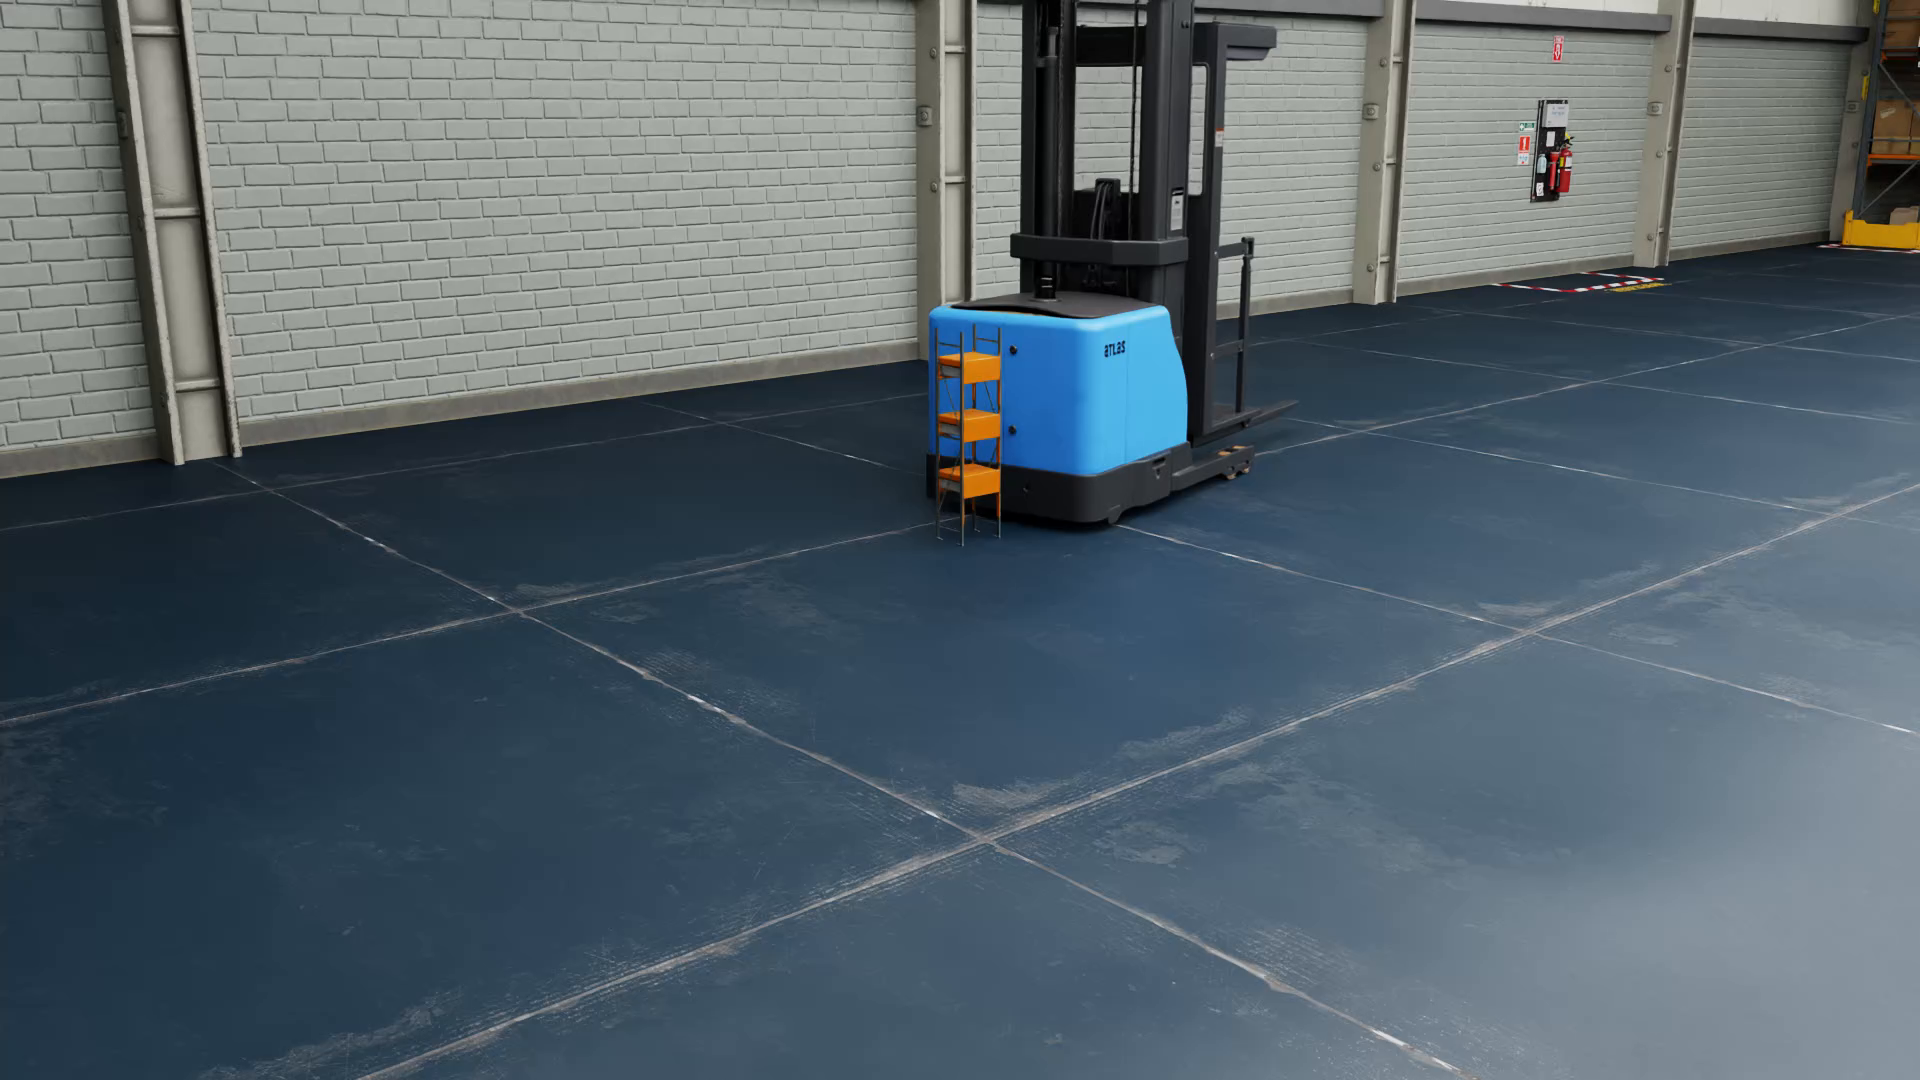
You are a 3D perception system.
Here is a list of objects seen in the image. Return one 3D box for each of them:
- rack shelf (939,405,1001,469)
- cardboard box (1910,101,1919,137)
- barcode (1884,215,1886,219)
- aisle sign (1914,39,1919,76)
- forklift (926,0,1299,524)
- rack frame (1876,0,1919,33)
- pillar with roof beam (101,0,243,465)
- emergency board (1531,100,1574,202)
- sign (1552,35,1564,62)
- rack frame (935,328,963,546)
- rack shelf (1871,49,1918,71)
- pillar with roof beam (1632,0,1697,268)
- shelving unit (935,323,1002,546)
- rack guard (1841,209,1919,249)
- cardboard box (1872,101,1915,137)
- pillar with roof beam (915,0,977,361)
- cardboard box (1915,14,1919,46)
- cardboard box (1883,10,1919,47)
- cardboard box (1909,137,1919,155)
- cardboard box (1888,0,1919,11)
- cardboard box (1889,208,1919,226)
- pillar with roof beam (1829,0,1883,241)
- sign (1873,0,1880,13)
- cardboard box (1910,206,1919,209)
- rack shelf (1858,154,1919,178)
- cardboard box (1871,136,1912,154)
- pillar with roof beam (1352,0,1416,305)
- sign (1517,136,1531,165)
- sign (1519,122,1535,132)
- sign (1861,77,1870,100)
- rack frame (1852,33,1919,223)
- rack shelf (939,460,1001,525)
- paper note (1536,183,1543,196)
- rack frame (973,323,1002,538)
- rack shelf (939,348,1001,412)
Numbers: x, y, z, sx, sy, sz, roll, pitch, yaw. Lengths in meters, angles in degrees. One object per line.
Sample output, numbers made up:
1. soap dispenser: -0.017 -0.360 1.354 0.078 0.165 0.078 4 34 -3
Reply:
1. rack shelf: 0.040 -0.506 8.151 0.240 0.259 0.215 -13 19 -39
2. cardboard box: 14.066 -6.059 23.919 0.500 0.500 0.500 -13 19 -39
3. barcode: 13.840 -4.836 24.881 0.075 0.075 0.001 -13 19 -39
4. aisle sign: 13.651 -6.922 23.316 0.004 0.787 0.394 -13 19 -39
5. forklift: 1.064 -1.821 9.389 1.130 2.935 3.031 10 18 33
6. rack frame: 13.508 -8.635 23.141 0.127 3.000 1.000 -13 19 -39
7. pillar with roof beam: -1.811 -4.019 5.857 0.400 9.000 9.100 -13 19 -39
8. emergency board: 7.053 -4.596 19.645 0.643 1.169 0.194 -13 19 -39
9. sign: 6.982 -5.734 19.414 0.199 0.298 0.001 -13 19 -39
10. rack frame: -0.052 -0.496 8.071 0.008 1.050 0.200 -13 19 -39
11. rack shelf: 15.017 -7.178 24.890 4.000 0.370 1.077 -13 19 -39
12. pillar with roof beam: 11.768 -7.068 17.273 0.400 9.000 9.100 -13 19 -39
13. shelving unit: 0.040 -0.516 8.148 0.252 1.050 0.215 -13 19 -39
14. rack guard: 13.566 -4.542 24.286 0.348 0.500 1.175 -13 19 -39
15. cardboard box: 13.724 -6.158 24.289 0.500 0.500 0.500 -13 20 -40
16. pillar with roof beam: 2.716 -5.035 9.663 0.400 9.000 9.100 -13 19 -39
17. cardboard box: 13.925 -7.252 23.543 0.500 0.500 0.500 -12 19 -38
18. cardboard box: 13.657 -7.364 23.962 0.500 0.500 0.500 -11 18 -35
19. cardboard box: 14.085 -5.695 24.010 0.500 0.250 0.500 -13 20 -41
20. cardboard box: 13.662 -7.851 23.848 0.500 0.500 0.500 -12 19 -37
21. cardboard box: 14.089 -4.750 24.579 0.500 0.311 0.500 13 20 41
22. pillar with roof beam: 16.295 -8.084 21.078 0.400 9.000 9.100 -13 19 -39
23. sign: 13.159 -7.725 23.831 0.005 0.325 0.100 -13 19 -39
24. cardboard box: 14.519 -4.847 24.941 0.500 0.311 0.500 -11 18 -35
25. rack shelf: 15.017 -5.728 25.277 4.000 0.370 1.077 -13 19 -39
26. cardboard box: 13.734 -5.791 24.370 0.500 0.250 0.500 -12 19 -39
27. pillar with roof beam: 7.242 -6.052 13.468 0.400 9.000 9.100 -13 19 -39
28. sign: 6.568 -4.540 19.365 0.234 0.329 0.001 -13 19 -39
29. sign: 6.578 -4.795 19.293 0.331 0.109 0.001 -13 19 -39
30. sign: 13.159 -6.561 24.143 0.005 0.325 0.100 -13 19 -39
31. rack frame: 13.508 -5.737 23.916 0.127 3.000 1.000 -13 19 -39
32. rack shelf: 0.040 -0.238 8.223 0.240 0.259 0.215 -13 19 -39
33. paper note: 6.874 -4.154 19.697 0.142 0.148 0.016 -13 19 -39
34. rack frame: 0.132 -0.537 8.226 0.008 1.050 0.200 -13 19 -39
35. rack shelf: 0.040 -0.780 8.078 0.240 0.259 0.215 -13 19 -39
